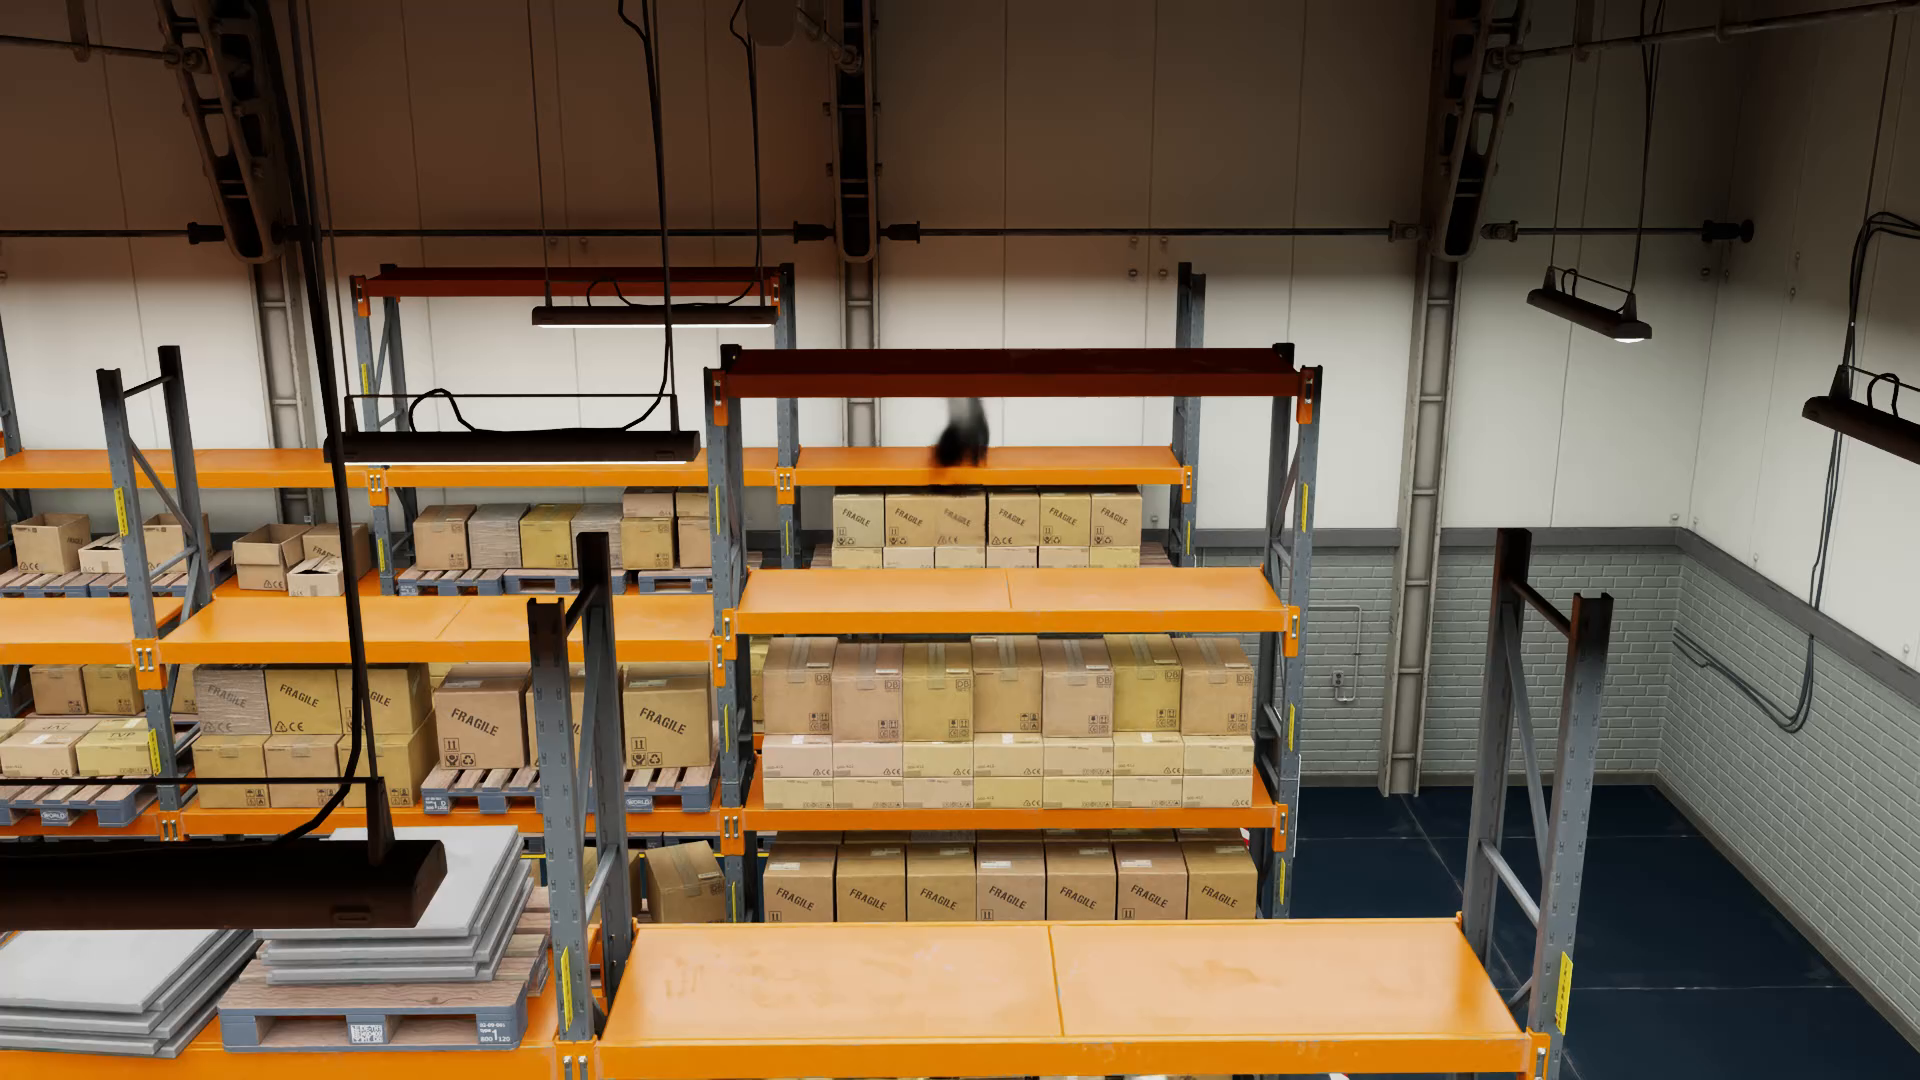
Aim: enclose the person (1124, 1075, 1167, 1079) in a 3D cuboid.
[{"bbox_3d":[1.321,4.088,11.453,0.579,1.726,0.670,-1,16,-2],"label":"person"}]
